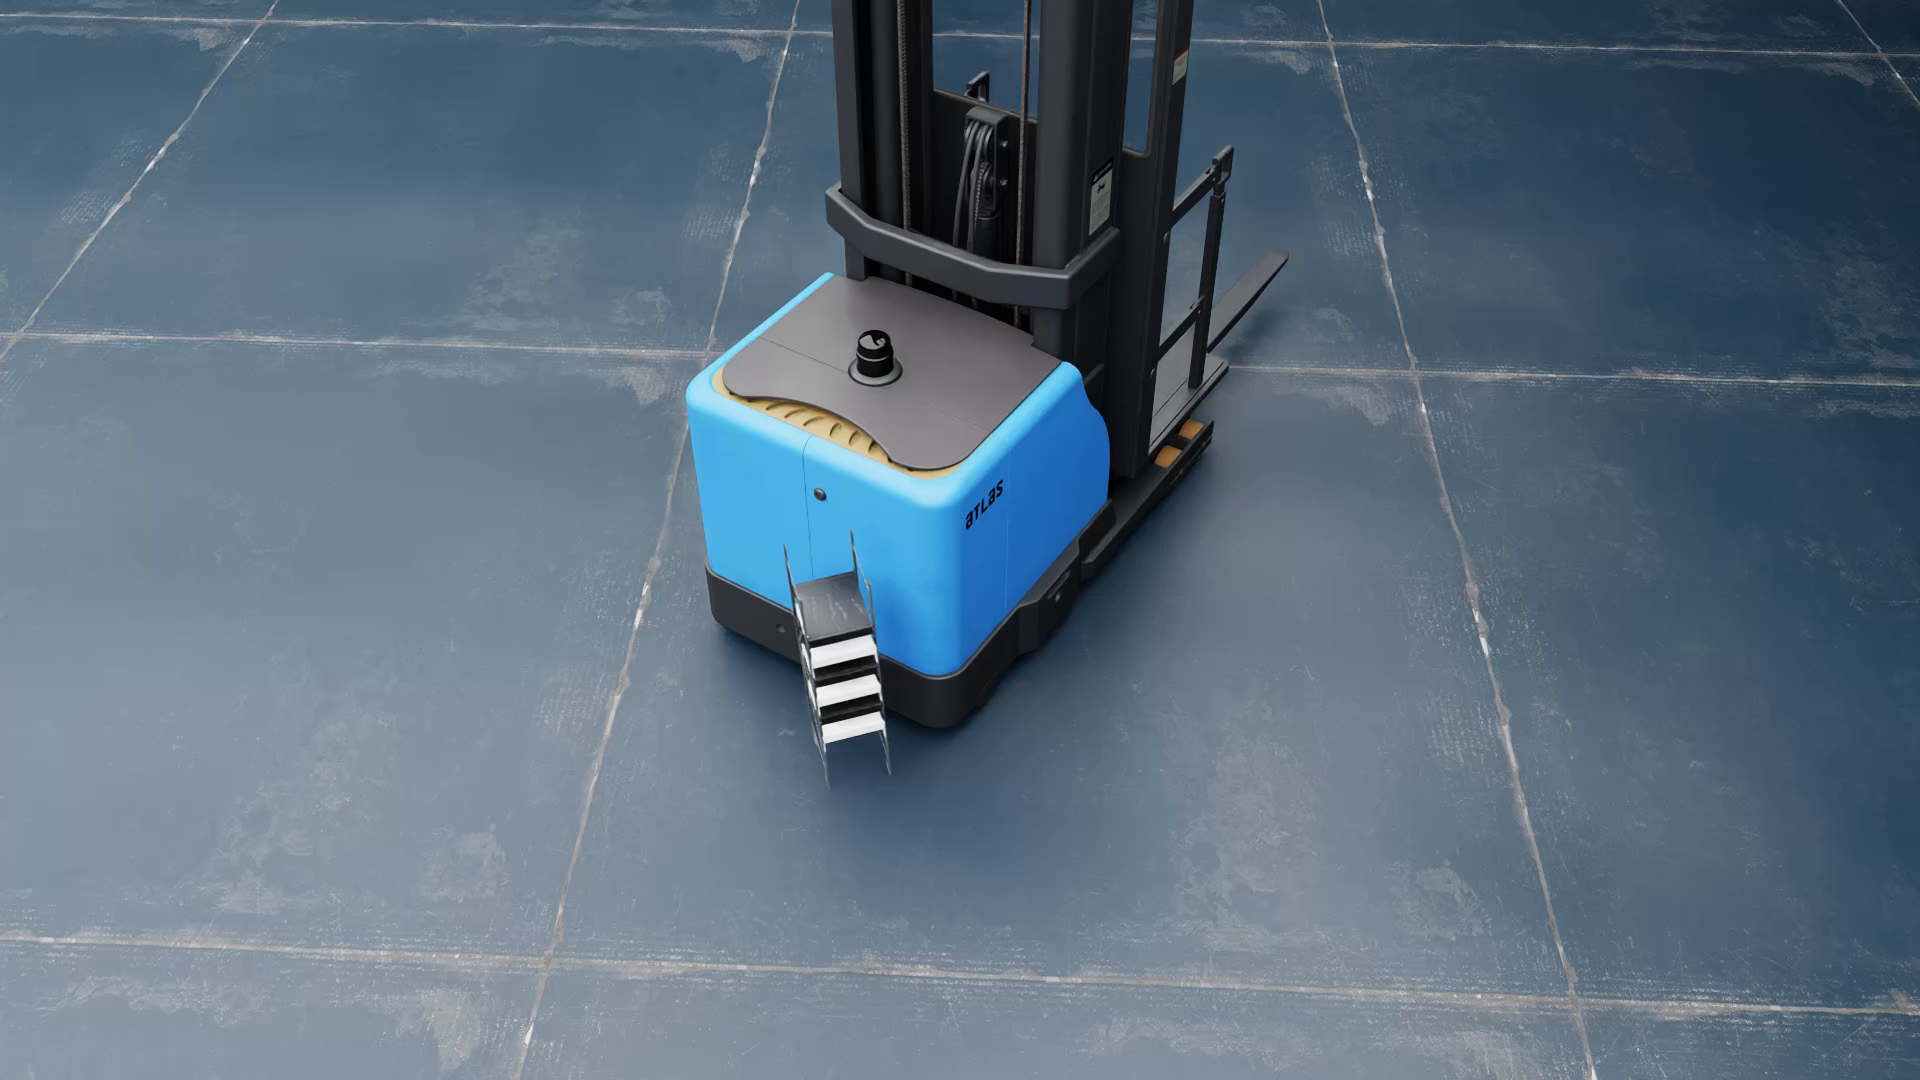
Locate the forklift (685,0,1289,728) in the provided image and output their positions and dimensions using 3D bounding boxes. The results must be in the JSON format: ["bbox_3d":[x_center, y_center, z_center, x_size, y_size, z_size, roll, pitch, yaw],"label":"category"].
[{"bbox_3d":[0.341,-1.433,5.638,1.130,2.935,3.031,24,48,23],"label":"forklift"}]

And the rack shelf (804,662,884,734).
[{"bbox_3d":[-0.370,0.473,5.251,0.200,0.077,0.258,-13,46,-10],"label":"rack shelf"}]

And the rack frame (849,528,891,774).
[{"bbox_3d":[-0.276,0.363,5.182,0.006,0.900,0.240,-13,46,-10],"label":"rack frame"}]

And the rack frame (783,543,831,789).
[{"bbox_3d":[-0.472,0.409,5.146,0.006,0.900,0.240,-13,46,-10],"label":"rack frame"}]

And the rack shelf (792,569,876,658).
[{"bbox_3d":[-0.382,0.219,4.997,0.200,0.077,0.258,-13,46,-10],"label":"rack shelf"}]

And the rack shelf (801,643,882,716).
[{"bbox_3d":[-0.373,0.410,5.188,0.200,0.077,0.258,-13,46,-10],"label":"rack shelf"}]

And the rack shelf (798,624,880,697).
[{"bbox_3d":[-0.376,0.346,5.124,0.200,0.077,0.258,-13,46,-10],"label":"rack shelf"}]

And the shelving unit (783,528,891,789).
[{"bbox_3d":[-0.374,0.386,5.164,0.210,0.900,0.258,-13,46,-10],"label":"shelving unit"}]

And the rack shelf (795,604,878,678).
[{"bbox_3d":[-0.379,0.282,5.060,0.200,0.077,0.258,-13,46,-10],"label":"rack shelf"}]

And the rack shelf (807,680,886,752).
[{"bbox_3d":[-0.366,0.537,5.315,0.200,0.077,0.258,-13,46,-10],"label":"rack shelf"}]
